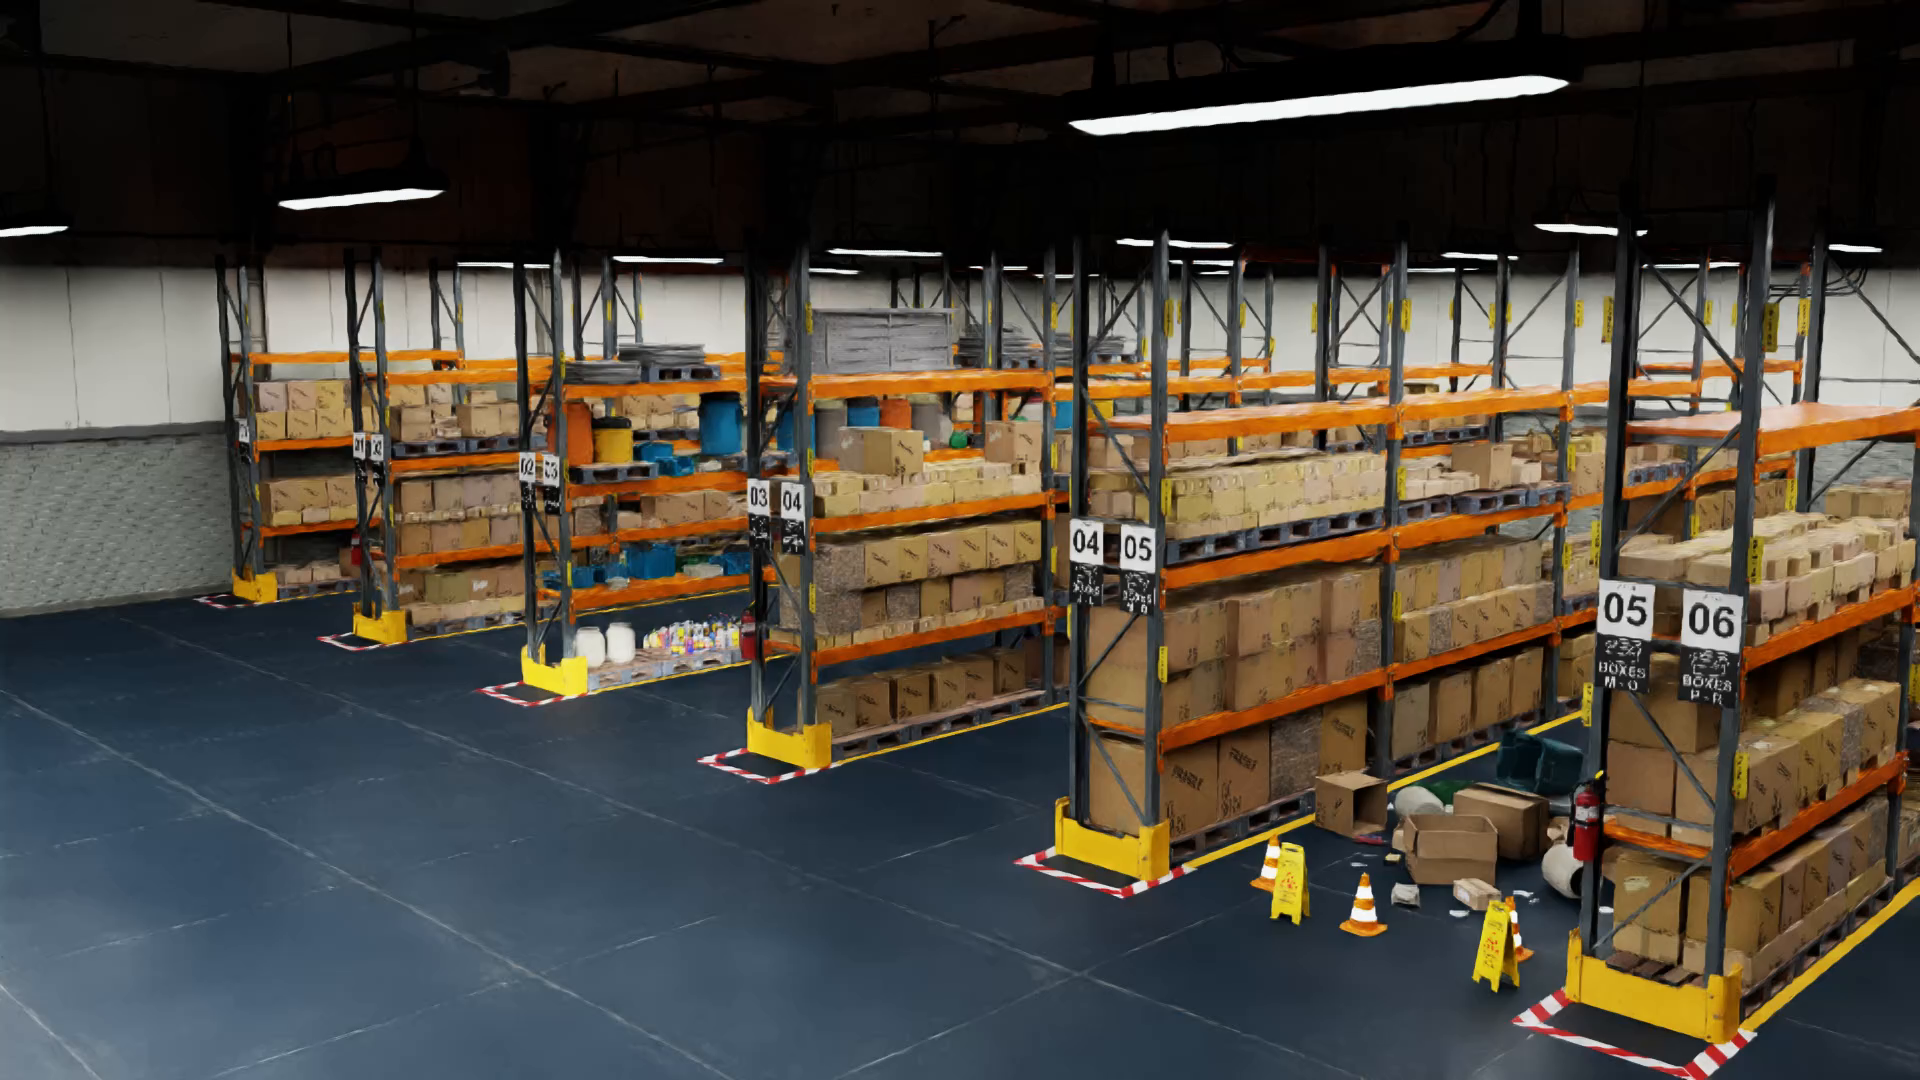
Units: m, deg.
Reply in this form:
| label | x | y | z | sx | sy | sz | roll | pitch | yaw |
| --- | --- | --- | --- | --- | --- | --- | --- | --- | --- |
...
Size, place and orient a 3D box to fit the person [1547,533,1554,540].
| label | x | y | z | sx | sy | sz | roll | pitch | yaw |
| --- | --- | --- | --- | --- | --- | --- | --- | --- | --- |
| person | 9.023 | 0.747 | 25.223 | 0.677 | 1.742 | 0.551 | 8 | 11 | 43 |

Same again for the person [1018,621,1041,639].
| label | x | y | z | sx | sy | sz | roll | pitch | yaw |
| --- | --- | --- | --- | --- | --- | --- | --- | --- | --- |
| person | 1.130 | 0.944 | 24.351 | 0.625 | 1.596 | 0.517 | 7 | 11 | 42 |
